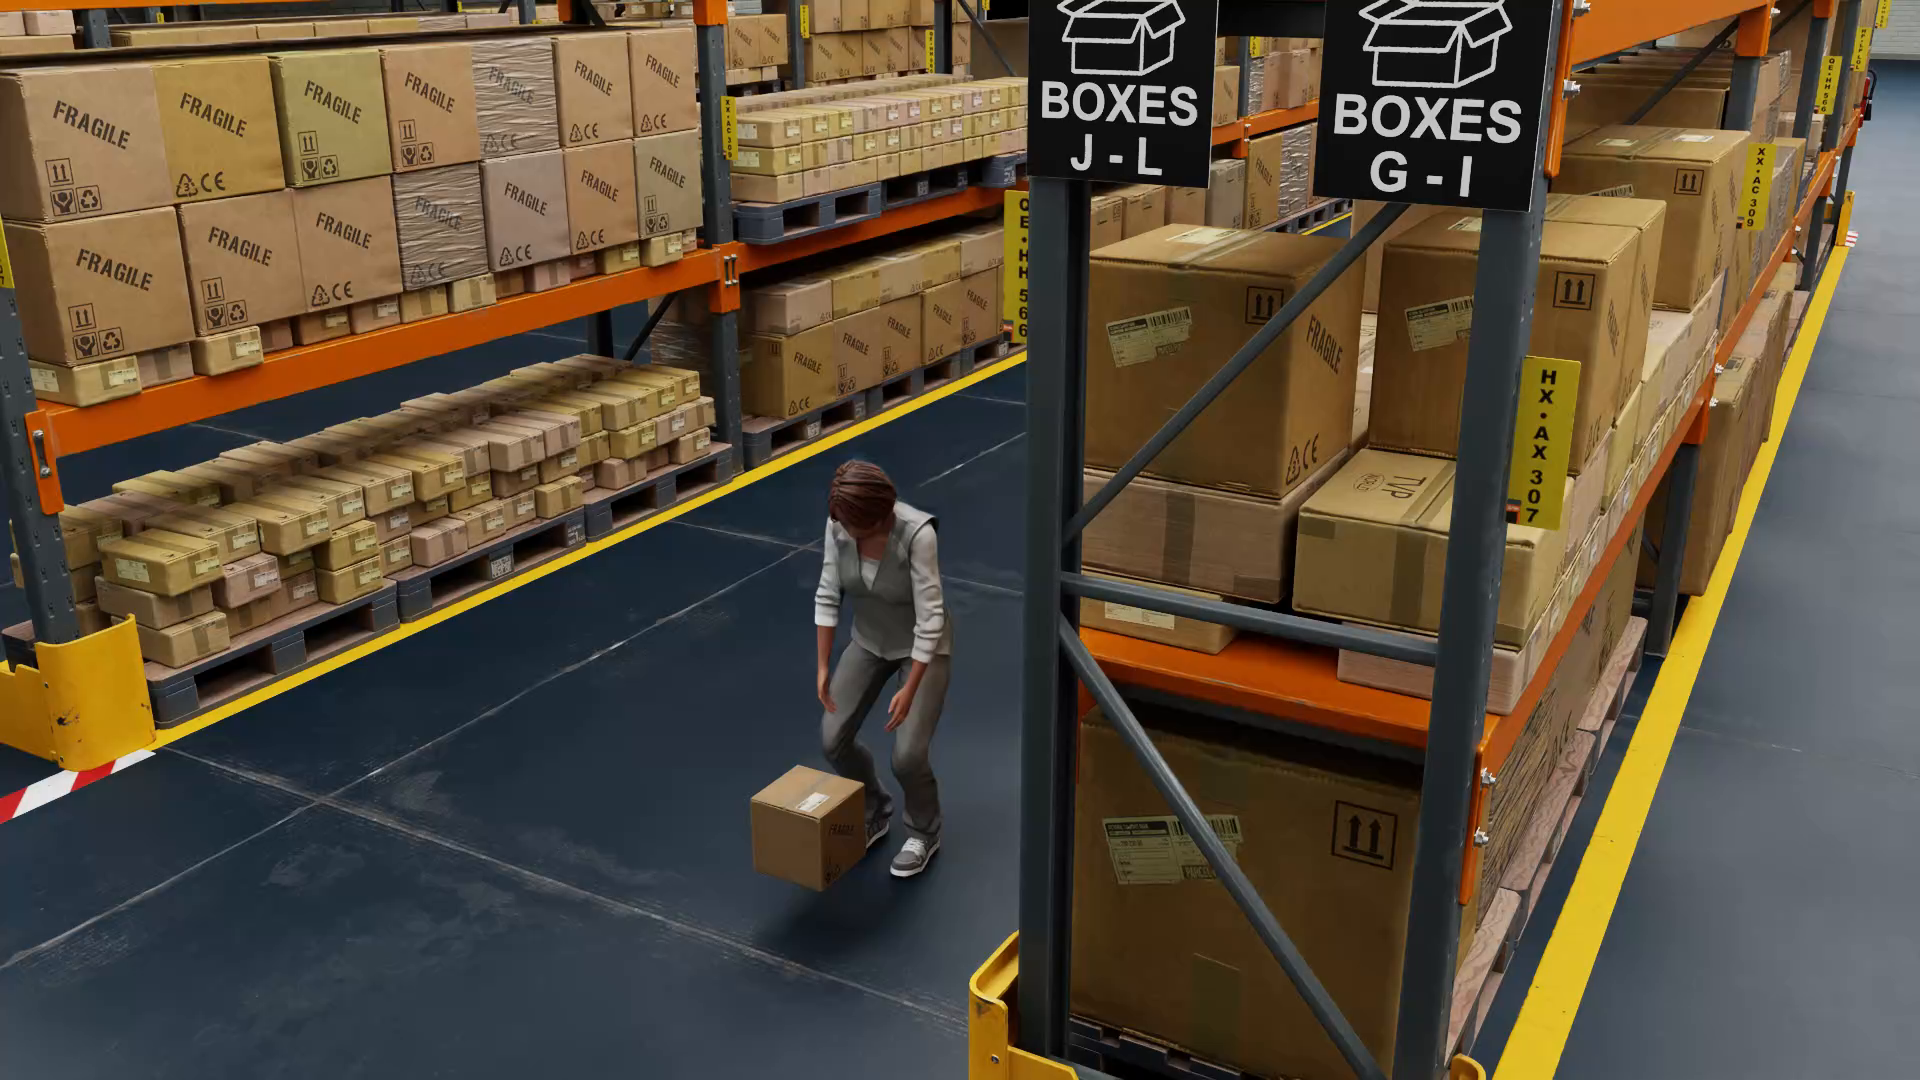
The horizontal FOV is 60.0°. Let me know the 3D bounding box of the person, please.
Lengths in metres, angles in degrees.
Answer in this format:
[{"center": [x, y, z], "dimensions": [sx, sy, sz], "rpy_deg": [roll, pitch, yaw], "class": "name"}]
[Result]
[{"center": [-0.219, 0.425, 5.282], "dimensions": [0.456, 1.349, 0.560], "rpy_deg": [11, 22, 28], "class": "person"}]
